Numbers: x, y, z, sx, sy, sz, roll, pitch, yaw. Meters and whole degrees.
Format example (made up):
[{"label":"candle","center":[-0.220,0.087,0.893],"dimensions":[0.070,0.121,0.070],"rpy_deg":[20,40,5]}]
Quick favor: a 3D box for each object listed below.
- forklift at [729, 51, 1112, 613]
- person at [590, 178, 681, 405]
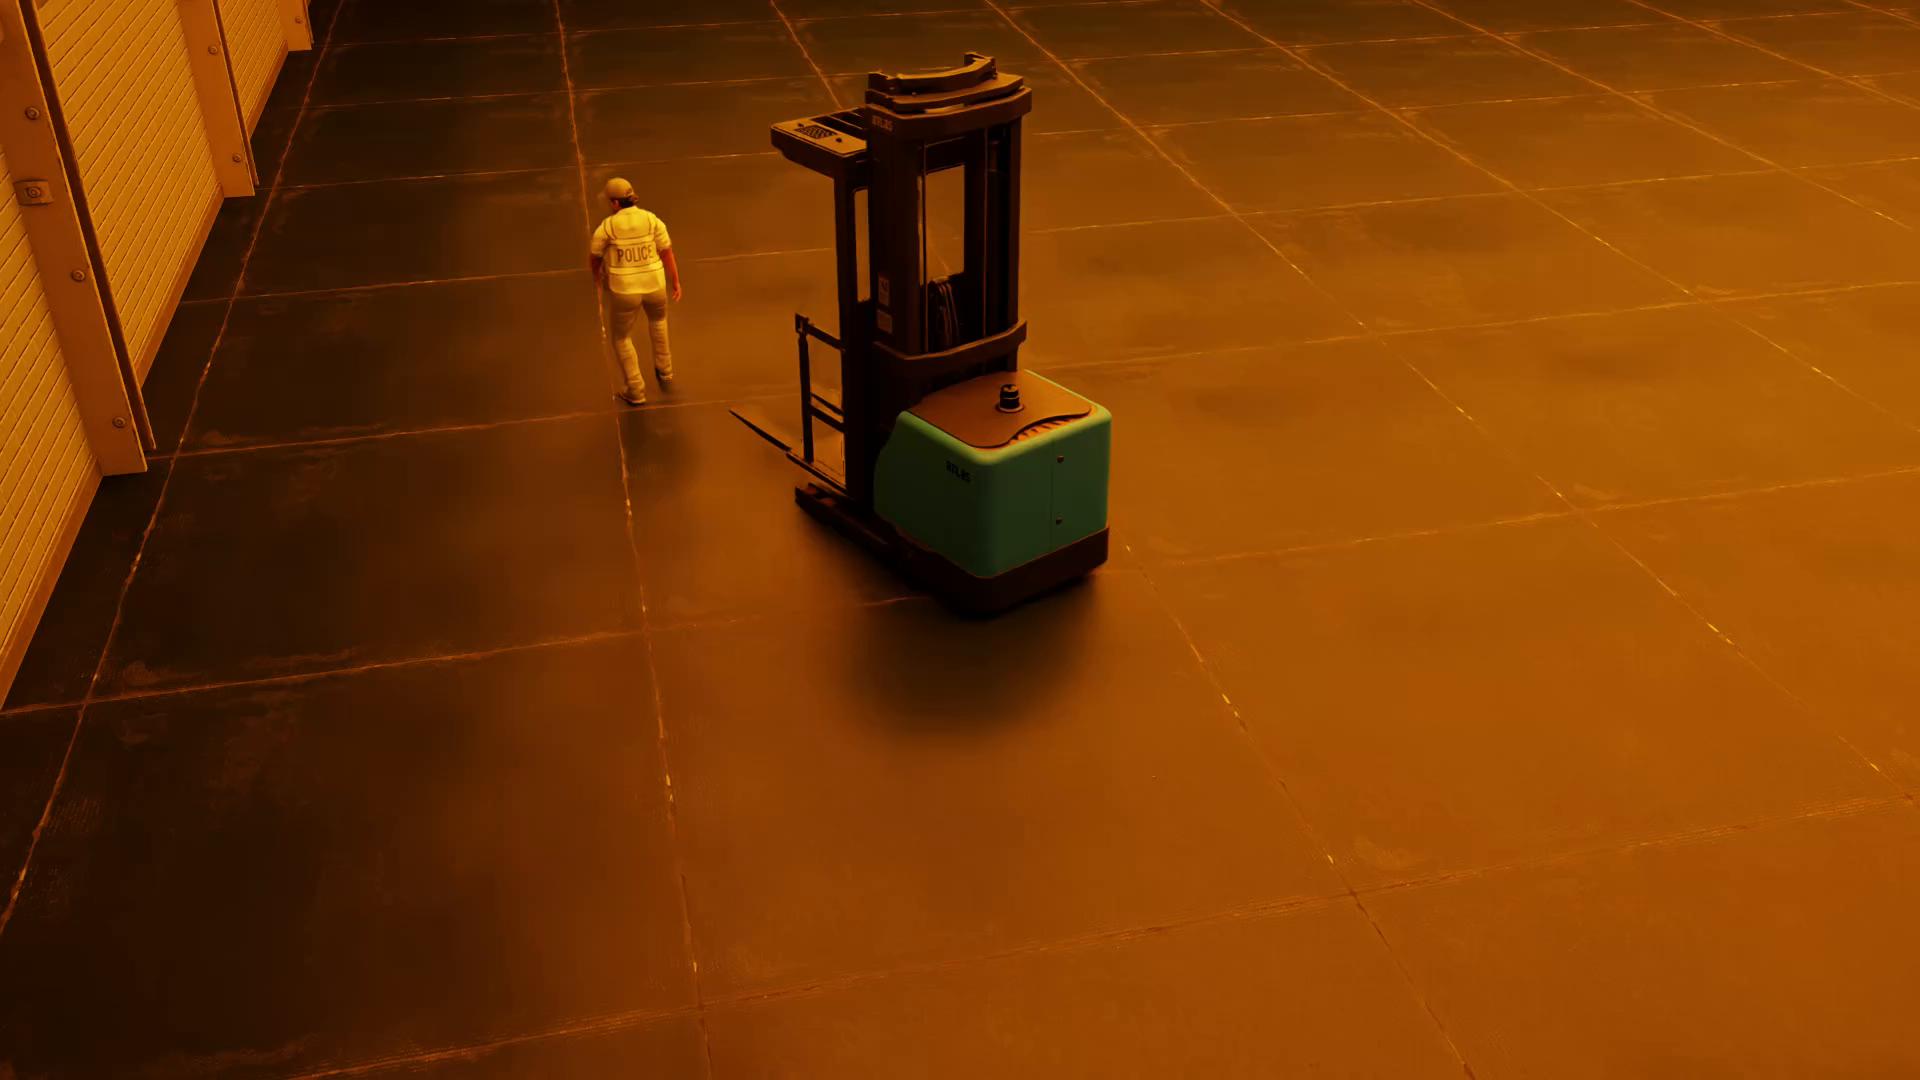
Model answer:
[{"label":"forklift","center":[-0.415,-1.516,10.194],"dimensions":[1.130,2.935,3.031],"rpy_deg":[-22,37,-33]},{"label":"person","center":[-2.346,-1.857,12.108],"dimensions":[0.601,1.614,0.647],"rpy_deg":[-15,33,-24]}]
